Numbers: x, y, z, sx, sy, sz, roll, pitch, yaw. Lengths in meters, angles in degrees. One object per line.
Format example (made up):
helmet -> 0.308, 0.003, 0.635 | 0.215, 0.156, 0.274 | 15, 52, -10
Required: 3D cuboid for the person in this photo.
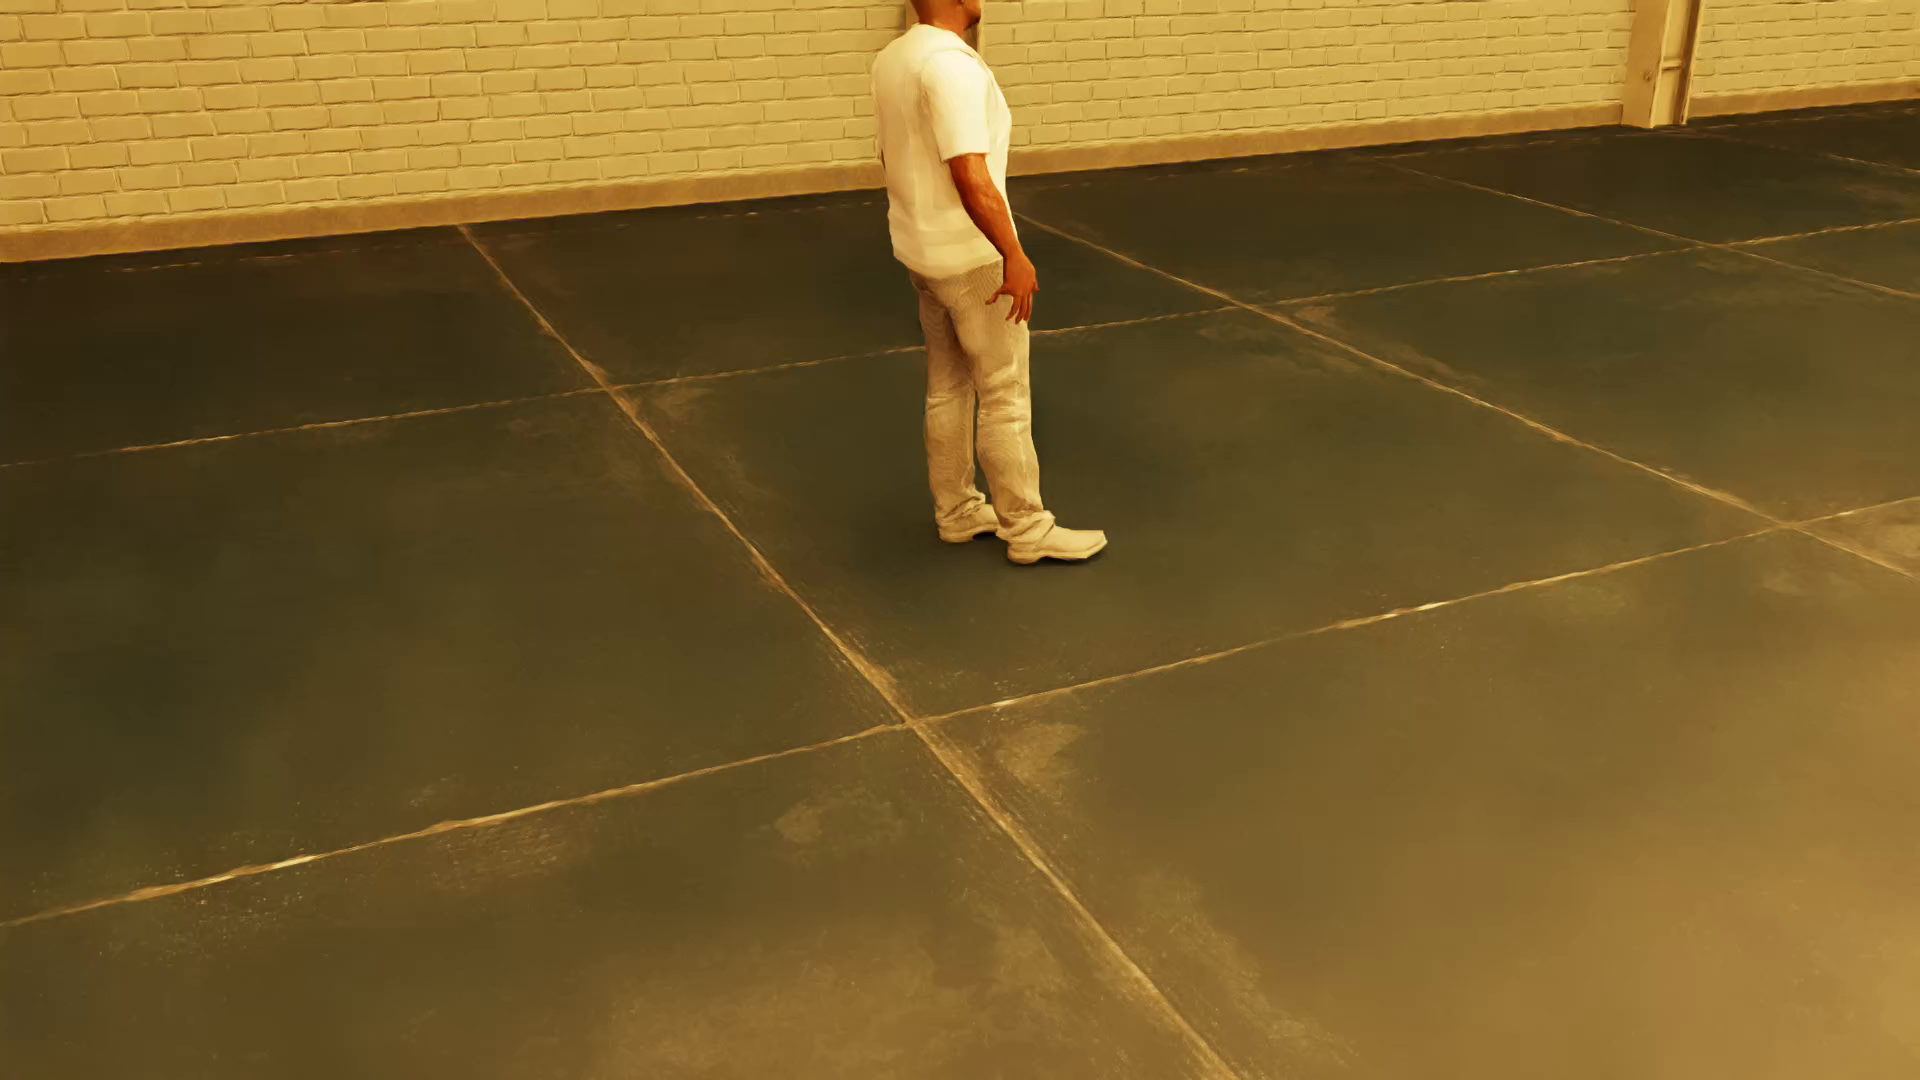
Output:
person -> 0.065, -0.831, 4.788 | 0.576, 1.766, 0.665 | -10, 25, -23
